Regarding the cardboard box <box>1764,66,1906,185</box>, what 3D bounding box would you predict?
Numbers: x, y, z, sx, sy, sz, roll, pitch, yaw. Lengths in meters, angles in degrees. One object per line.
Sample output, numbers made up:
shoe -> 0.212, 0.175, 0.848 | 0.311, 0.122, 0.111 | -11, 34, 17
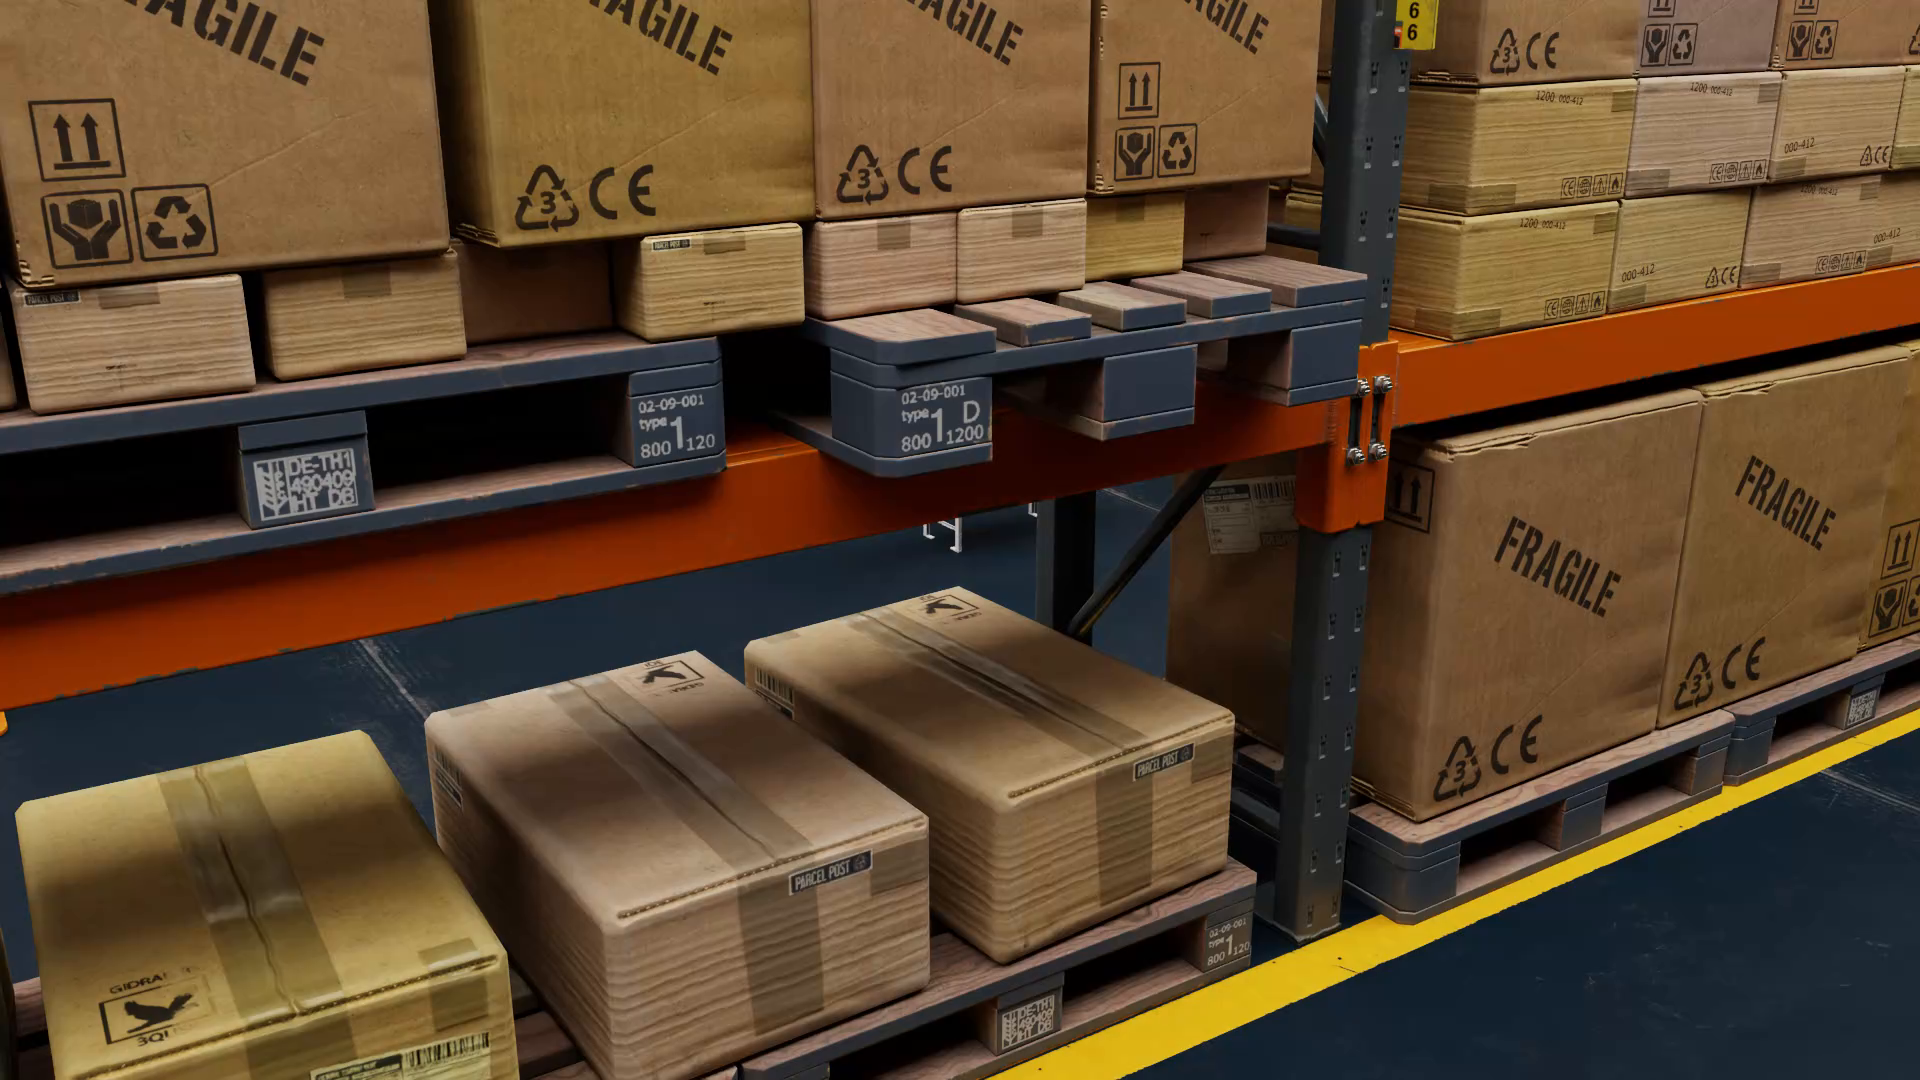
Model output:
cardboard box -> 1.930, -1.043, 4.100 | 0.500, 0.250, 0.500 | -12, 22, -32

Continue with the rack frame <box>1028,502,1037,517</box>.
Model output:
rack frame -> 0.342, -0.641, 6.266 | 0.015, 1.200, 0.240 | -12, 22, -31

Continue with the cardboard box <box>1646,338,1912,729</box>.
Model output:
cardboard box -> 1.886, -0.127, 4.598 | 0.875, 0.875, 0.875 | -12, 22, -31

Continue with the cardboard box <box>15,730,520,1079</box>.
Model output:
cardboard box -> -1.210, 0.728, 2.855 | 0.625, 0.372, 0.950 | -11, 22, -30

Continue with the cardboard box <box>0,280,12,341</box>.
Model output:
cardboard box -> -1.410, -0.414, 2.521 | 0.250, 0.149, 0.380 | -13, 23, -33

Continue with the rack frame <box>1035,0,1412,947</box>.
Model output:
rack frame -> 0.516, -0.679, 3.569 | 0.127, 3.000, 1.000 | -12, 22, -31

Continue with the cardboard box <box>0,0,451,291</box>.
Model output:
cardboard box -> -1.014, -0.633, 2.156 | 0.500, 0.500, 0.500 | -13, 23, -34

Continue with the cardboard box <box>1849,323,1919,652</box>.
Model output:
cardboard box -> 2.633, -0.284, 5.063 | 0.875, 0.875, 0.875 | -11, 22, -30

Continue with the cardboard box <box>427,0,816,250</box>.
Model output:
cardboard box -> -0.557, -0.729, 2.440 | 0.500, 0.500, 0.500 | -14, 23, -35

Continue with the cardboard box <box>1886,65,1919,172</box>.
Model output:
cardboard box -> 2.361, -1.129, 4.354 | 0.500, 0.250, 0.500 | -11, 22, -30

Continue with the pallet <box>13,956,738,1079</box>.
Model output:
pallet -> -1.155, 0.993, 2.978 | 1.213, 0.211, 1.003 | -12, 22, -31

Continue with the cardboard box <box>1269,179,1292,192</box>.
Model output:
cardboard box -> 0.781, -0.998, 3.967 | 0.500, 0.250, 0.500 | -12, 22, -32

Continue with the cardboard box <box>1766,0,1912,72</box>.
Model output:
cardboard box -> 1.912, -1.398, 3.980 | 0.500, 0.500, 0.500 | -11, 22, -30

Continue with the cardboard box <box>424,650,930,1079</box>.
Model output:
cardboard box -> -0.573, 0.596, 3.246 | 0.625, 0.372, 0.950 | -12, 22, -32

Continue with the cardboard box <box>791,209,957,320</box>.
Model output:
cardboard box -> -0.213, -0.473, 2.697 | 0.250, 0.149, 0.380 | -13, 23, -34

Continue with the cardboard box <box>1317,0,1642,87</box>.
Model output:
cardboard box -> 1.062, -1.221, 3.457 | 0.500, 0.500, 0.500 | -13, 22, -33

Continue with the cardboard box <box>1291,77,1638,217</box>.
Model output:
cardboard box -> 1.075, -0.868, 3.582 | 0.500, 0.250, 0.500 | -12, 22, -32

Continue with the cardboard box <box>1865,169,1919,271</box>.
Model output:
cardboard box -> 2.334, -0.901, 4.460 | 0.500, 0.250, 0.500 | -12, 22, -31

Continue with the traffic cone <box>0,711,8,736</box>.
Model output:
traffic cone -> -2.867, 0.316, 4.588 | 0.334, 0.463, 0.336 | -12, 22, -31

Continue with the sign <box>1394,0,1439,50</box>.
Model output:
sign -> 0.822, -1.046, 2.972 | 0.005, 0.325, 0.100 | -12, 22, -31

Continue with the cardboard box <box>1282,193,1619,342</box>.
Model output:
cardboard box -> 1.063, -0.627, 3.649 | 0.500, 0.250, 0.500 | -12, 22, -32

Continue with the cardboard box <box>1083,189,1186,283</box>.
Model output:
cardboard box -> 0.188, -0.572, 2.989 | 0.250, 0.149, 0.380 | -12, 22, -31

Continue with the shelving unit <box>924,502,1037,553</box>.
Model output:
shelving unit -> 0.138, -0.598, 6.139 | 0.503, 1.200, 0.258 | -12, 22, -31

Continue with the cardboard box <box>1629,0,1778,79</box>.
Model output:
cardboard box -> 1.471, -1.311, 3.723 | 0.500, 0.500, 0.500 | -12, 22, -31

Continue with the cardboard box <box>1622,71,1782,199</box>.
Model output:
cardboard box -> 1.507, -0.959, 3.850 | 0.500, 0.250, 0.500 | -11, 22, -30

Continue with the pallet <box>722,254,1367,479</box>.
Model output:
pallet -> -0.021, -0.434, 3.145 | 1.003, 0.211, 1.213 | -12, 22, -31

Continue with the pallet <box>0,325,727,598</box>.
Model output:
pallet -> -1.115, -0.228, 2.536 | 1.213, 0.211, 1.003 | -12, 22, -31

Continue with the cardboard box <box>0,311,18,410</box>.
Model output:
cardboard box -> -1.336, -0.256, 2.056 | 0.250, 0.149, 0.380 | -12, 22, -31

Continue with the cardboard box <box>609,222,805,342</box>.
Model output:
cardboard box -> -0.435, -0.421, 2.543 | 0.250, 0.149, 0.380 | -11, 22, -30

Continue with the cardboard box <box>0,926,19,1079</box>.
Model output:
cardboard box -> -1.789, 0.851, 2.492 | 0.625, 0.372, 0.950 | -10, 21, -28

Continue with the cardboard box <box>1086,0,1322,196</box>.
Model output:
cardboard box -> 0.289, -0.912, 2.982 | 0.500, 0.500, 0.500 | -13, 22, -33

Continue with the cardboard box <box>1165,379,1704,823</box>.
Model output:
cardboard box -> 1.139, 0.029, 4.137 | 0.875, 0.875, 0.875 | -12, 22, -32

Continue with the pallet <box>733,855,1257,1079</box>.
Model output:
pallet -> -0.137, 0.779, 3.610 | 1.213, 0.211, 1.003 | -12, 22, -31

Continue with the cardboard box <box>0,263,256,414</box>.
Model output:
cardboard box -> -1.085, -0.289, 2.153 | 0.250, 0.149, 0.380 | -11, 22, -29

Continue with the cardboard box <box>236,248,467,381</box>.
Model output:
cardboard box -> -0.879, -0.344, 2.316 | 0.250, 0.149, 0.380 | -13, 22, -33

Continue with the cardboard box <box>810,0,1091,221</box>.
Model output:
cardboard box -> -0.136, -0.818, 2.704 | 0.500, 0.500, 0.500 | -12, 22, -32

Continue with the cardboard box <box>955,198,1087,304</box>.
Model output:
cardboard box -> 0.002, -0.515, 2.822 | 0.250, 0.149, 0.380 | -12, 22, -32

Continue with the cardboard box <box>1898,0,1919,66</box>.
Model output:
cardboard box -> 2.335, -1.486, 4.240 | 0.500, 0.500, 0.500 | -12, 22, -31

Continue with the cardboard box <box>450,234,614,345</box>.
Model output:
cardboard box -> -0.714, -0.410, 2.511 | 0.250, 0.149, 0.380 | -12, 22, -31

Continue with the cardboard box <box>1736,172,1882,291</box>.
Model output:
cardboard box -> 1.924, -0.813, 4.200 | 0.500, 0.250, 0.500 | -11, 22, -30

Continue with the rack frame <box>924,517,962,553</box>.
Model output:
rack frame -> -0.066, -0.555, 6.012 | 0.015, 1.200, 0.240 | -12, 22, -31

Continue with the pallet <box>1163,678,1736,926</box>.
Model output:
pallet -> 1.216, 0.523, 4.367 | 1.213, 0.211, 1.003 | -12, 22, -31

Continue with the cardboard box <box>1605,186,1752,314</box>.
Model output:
cardboard box -> 1.482, -0.722, 3.931 | 0.500, 0.250, 0.500 | -13, 22, -33

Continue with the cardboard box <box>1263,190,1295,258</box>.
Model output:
cardboard box -> 0.796, -0.766, 4.062 | 0.500, 0.250, 0.500 | -13, 23, -33

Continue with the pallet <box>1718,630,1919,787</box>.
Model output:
pallet -> 2.234, 0.310, 4.999 | 1.213, 0.211, 1.003 | -12, 22, -31

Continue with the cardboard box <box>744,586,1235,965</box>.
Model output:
cardboard box -> 0.039, 0.464, 3.637 | 0.625, 0.372, 0.950 | -14, 23, -35

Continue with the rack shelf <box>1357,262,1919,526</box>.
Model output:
rack shelf -> 2.186, -0.690, 4.727 | 4.000, 0.370, 1.077 | -12, 22, -31

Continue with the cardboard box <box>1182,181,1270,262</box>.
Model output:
cardboard box -> 0.372, -0.638, 3.185 | 0.250, 0.149, 0.380 | -11, 22, -29

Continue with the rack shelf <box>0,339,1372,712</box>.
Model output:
rack shelf -> -1.154, 0.014, 2.643 | 4.000, 0.370, 1.077 | -12, 22, -31
